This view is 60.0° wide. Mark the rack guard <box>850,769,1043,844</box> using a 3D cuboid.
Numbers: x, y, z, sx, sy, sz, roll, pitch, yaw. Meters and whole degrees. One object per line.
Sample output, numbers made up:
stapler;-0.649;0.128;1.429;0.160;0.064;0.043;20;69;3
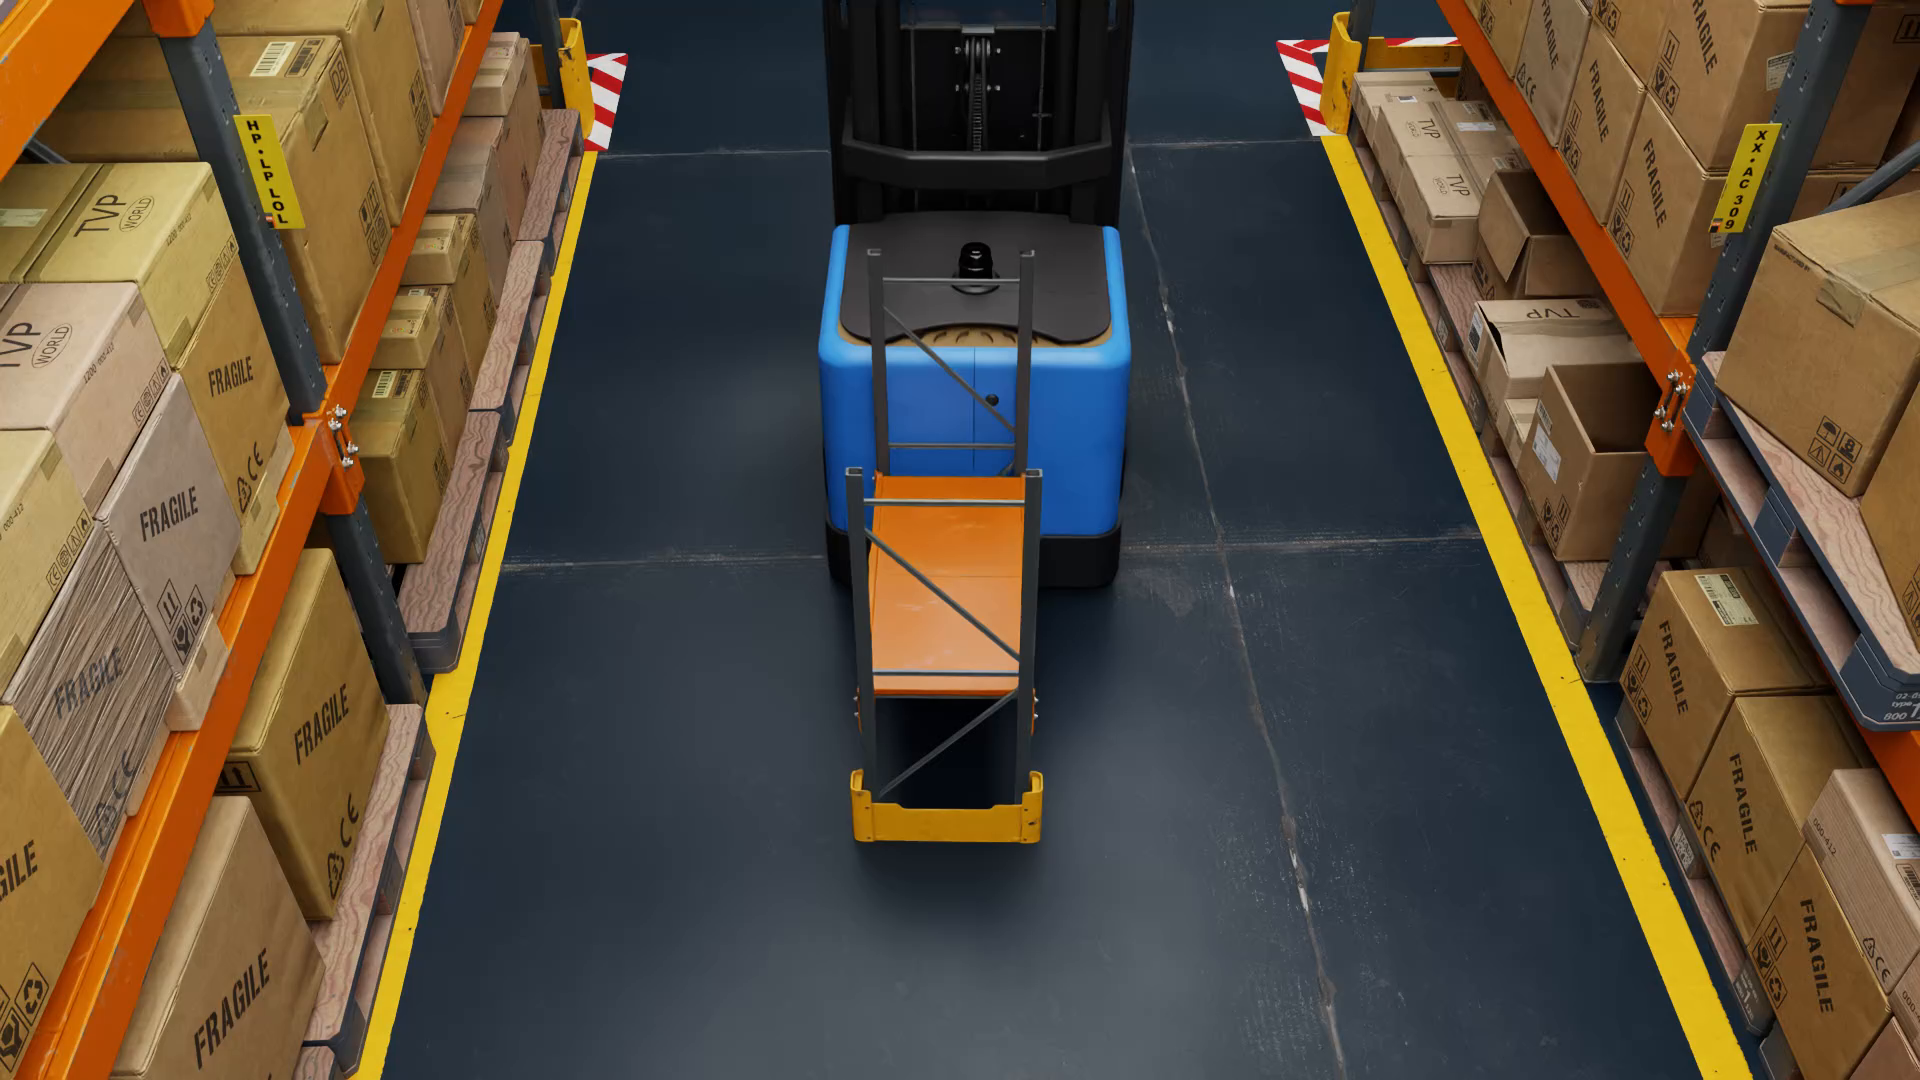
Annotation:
rack guard;-0.040;0.828;5.161;0.587;0.250;0.087;1;43;1

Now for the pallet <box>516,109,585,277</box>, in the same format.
pallet;-2.368;-1.654;7.898;1.003;0.211;1.213;-2;43;-2

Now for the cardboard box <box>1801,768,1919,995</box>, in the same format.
cardboard box;2.458;0.828;4.096;0.500;0.250;0.500;-2;43;-2

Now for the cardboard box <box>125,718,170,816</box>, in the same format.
cardboard box;-1.999;0.476;3.682;0.380;0.149;0.250;-2;43;-2

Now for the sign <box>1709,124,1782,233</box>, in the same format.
sign;2.097;-0.962;4.439;0.100;0.325;0.005;-2;43;-2

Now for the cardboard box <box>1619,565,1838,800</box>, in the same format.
cardboard box;2.416;0.429;5.086;0.500;0.500;0.500;-3;43;-4

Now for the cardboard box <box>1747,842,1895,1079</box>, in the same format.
cardboard box;2.463;1.126;4.326;0.500;0.500;0.500;-1;43;-1

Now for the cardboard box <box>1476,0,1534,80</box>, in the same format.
cardboard box;2.289;-2.069;6.214;0.500;0.500;0.500;-1;43;-1

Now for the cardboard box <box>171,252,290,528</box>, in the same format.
cardboard box;-2.039;-0.369;4.123;0.500;0.500;0.500;-2;43;-2

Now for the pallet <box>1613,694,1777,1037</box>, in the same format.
pallet;2.711;0.912;5.099;1.003;0.211;1.213;-2;43;-2

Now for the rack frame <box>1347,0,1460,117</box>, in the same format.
rack frame;2.469;-3.364;7.700;1.000;3.000;0.127;-2;43;-2

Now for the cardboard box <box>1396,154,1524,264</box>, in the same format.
cardboard box;2.251;-1.462;7.335;0.500;0.250;0.500;-2;43;-2

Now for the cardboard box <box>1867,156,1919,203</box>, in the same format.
cardboard box;2.889;-1.053;5.104;0.500;0.500;0.500;-1;43;-1

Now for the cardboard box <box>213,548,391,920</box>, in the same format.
cardboard box;-2.153;0.554;4.706;0.750;0.750;0.750;-1;43;-1

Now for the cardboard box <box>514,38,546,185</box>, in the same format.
cardboard box;-2.351;-1.983;7.733;0.700;0.500;0.500;-2;43;-2

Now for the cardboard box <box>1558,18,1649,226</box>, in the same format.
cardboard box;2.338;-1.379;5.460;0.500;0.500;0.500;-1;43;-1

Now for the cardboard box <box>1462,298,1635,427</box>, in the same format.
cardboard box;2.299;-0.718;6.477;0.500;0.311;0.500;-2;43;-2

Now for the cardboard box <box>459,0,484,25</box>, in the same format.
cardboard box;-2.407;-2.495;6.530;0.980;0.700;0.700;-2;43;-2

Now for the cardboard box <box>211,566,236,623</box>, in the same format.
cardboard box;-2.013;0.132;4.057;0.380;0.149;0.250;0;43;0

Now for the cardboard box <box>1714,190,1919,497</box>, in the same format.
cardboard box;2.435;-0.529;4.223;0.700;0.500;0.500;-15;45;-16

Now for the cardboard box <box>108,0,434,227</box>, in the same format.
cardboard box;-2.343;-1.489;5.433;0.980;0.700;0.700;-3;43;-3

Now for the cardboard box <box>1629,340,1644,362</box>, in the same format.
cardboard box;2.790;-0.655;6.516;0.380;0.166;0.250;-2;43;-2

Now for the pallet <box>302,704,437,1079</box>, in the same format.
pallet;-2.202;1.028;4.973;1.003;0.211;1.213;-2;43;-2

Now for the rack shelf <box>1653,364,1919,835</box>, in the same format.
rack shelf;2.724;0.952;3.524;1.077;0.370;4.000;-2;43;-2

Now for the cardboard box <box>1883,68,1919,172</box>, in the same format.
cardboard box;2.900;-1.395;4.738;0.500;0.500;0.500;-1;43;-1

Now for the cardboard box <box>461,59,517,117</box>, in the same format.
cardboard box;-2.152;-1.968;7.236;0.380;0.149;0.250;-1;43;-1

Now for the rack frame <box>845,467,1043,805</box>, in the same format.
rack frame;-0.041;0.381;4.725;0.500;1.500;0.032;1;43;1

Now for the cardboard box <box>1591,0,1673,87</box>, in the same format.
cardboard box;2.334;-1.749;5.124;0.500;0.500;0.500;-2;43;-3

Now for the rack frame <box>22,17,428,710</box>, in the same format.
rack frame;-2.310;-0.519;4.596;1.000;3.000;0.127;-2;43;-2

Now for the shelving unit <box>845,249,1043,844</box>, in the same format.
shelving unit;-0.034;0.031;5.106;0.587;1.500;1.083;1;43;1

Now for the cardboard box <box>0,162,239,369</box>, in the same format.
cardboard box;-2.035;-0.641;3.866;0.500;0.250;0.500;-1;43;-1

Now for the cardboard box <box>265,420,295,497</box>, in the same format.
cardboard box;-2.013;-0.214;4.434;0.380;0.149;0.250;-1;43;-1

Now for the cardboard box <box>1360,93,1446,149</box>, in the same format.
cardboard box;2.154;-2.021;8.006;0.380;0.166;0.250;-2;43;-2

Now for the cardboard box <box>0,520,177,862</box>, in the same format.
cardboard box;-1.995;0.315;3.378;0.500;0.500;0.500;-2;43;-2

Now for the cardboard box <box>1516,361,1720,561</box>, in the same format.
cardboard box;2.331;-0.281;5.861;0.500;0.500;0.500;-2;43;-2

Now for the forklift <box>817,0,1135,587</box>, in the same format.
forklift;0.067;-1.886;6.138;1.130;2.935;3.031;1;43;1

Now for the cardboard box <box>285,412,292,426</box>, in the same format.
cardboard box;-2.432;-0.396;5.521;0.380;0.149;0.250;-2;43;-2

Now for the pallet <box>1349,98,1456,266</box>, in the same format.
pallet;2.507;-1.747;8.000;1.003;0.211;1.213;-2;43;-2

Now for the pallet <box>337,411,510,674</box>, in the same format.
pallet;-2.265;-0.007;6.101;1.003;0.211;1.213;-2;43;-2

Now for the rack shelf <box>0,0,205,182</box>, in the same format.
rack shelf;-2.226;-0.009;2.353;1.077;0.370;4.000;-2;43;-2

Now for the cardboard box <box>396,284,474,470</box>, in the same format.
cardboard box;-2.258;-0.599;6.223;0.700;0.500;0.500;-2;43;-2

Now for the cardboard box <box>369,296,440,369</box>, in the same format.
cardboard box;-2.072;-0.736;5.892;0.380;0.149;0.250;0;43;0

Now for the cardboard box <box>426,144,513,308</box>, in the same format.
cardboard box;-2.307;-1.306;6.994;0.700;0.500;0.500;-3;43;-3

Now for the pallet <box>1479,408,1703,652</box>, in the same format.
pallet;2.610;-0.099;6.202;1.003;0.211;1.213;-2;43;-2

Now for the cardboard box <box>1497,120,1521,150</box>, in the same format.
cardboard box;2.665;-1.846;7.815;0.380;0.166;0.250;-2;43;-2

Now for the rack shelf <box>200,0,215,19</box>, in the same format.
rack shelf;-2.395;-2.710;5.299;1.077;0.370;4.000;-2;43;-2

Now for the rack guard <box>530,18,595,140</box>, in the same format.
rack guard;-2.481;-2.314;8.405;1.175;0.500;0.348;-2;43;-2
